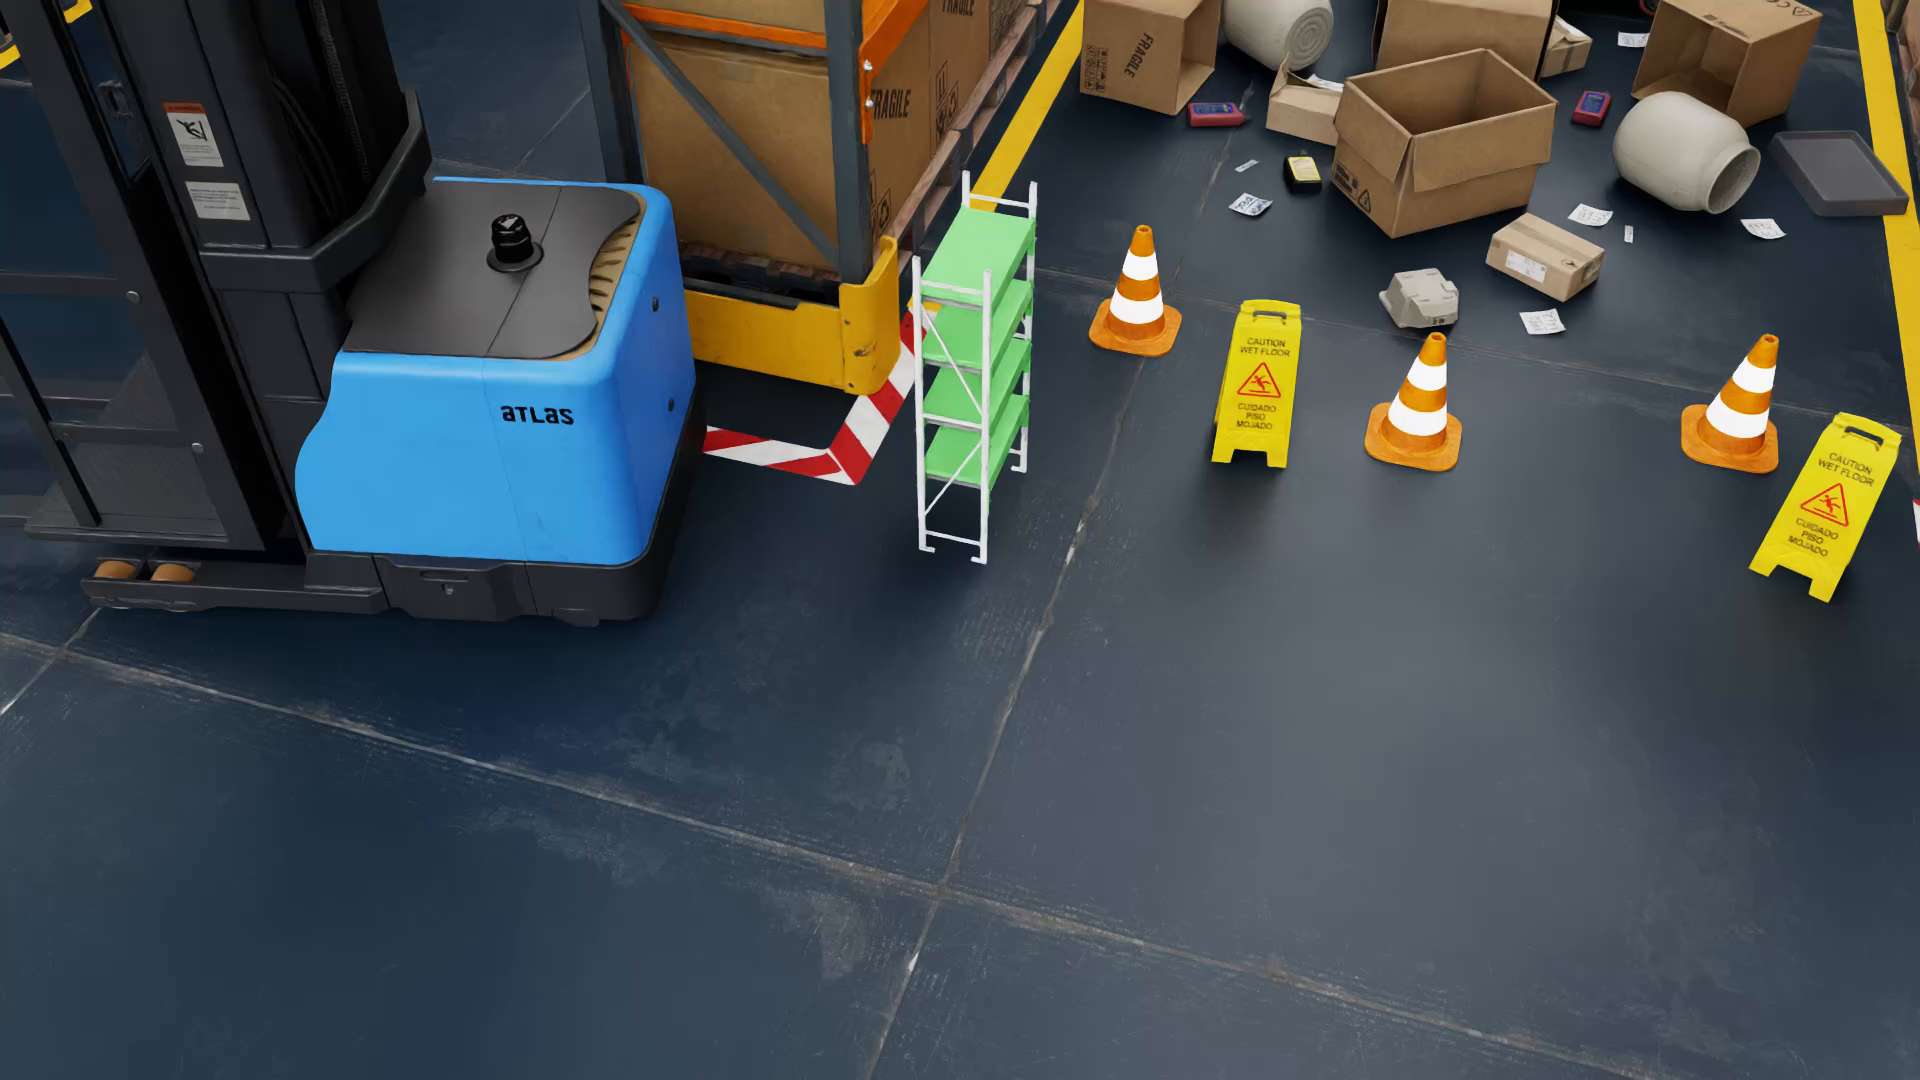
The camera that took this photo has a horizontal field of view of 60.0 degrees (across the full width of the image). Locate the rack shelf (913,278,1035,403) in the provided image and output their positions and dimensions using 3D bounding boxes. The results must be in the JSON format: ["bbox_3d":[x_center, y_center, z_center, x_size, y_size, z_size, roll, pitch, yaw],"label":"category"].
[{"bbox_3d":[0.050,-0.665,5.320,0.258,0.148,0.480,13,46,12],"label":"rack shelf"}]

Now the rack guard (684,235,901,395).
[{"bbox_3d":[-0.824,-0.953,6.367,1.175,0.500,0.348,13,46,13],"label":"rack guard"}]

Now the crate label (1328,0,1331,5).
[{"bbox_3d":[1.719,-2.721,8.433,0.298,0.136,0.250,-16,47,-16],"label":"crate label"}]

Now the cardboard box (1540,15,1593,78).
[{"bbox_3d":[2.851,-2.482,8.097,0.258,0.266,0.396,-16,47,-16],"label":"cardboard box"}]

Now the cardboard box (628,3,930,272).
[{"bbox_3d":[-0.674,-1.720,6.581,0.875,0.875,0.875,13,46,13],"label":"cardboard box"}]

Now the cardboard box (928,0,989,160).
[{"bbox_3d":[-0.410,-2.306,7.181,0.875,0.875,0.875,12,46,12],"label":"cardboard box"}]

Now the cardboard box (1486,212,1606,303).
[{"bbox_3d":[2.403,-1.164,6.833,0.250,0.149,0.380,-33,53,-29],"label":"cardboard box"}]

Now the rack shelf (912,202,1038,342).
[{"bbox_3d":[0.050,-0.837,5.152,0.258,0.148,0.480,13,46,12],"label":"rack shelf"}]

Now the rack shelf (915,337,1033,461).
[{"bbox_3d":[0.050,-0.494,5.488,0.258,0.148,0.480,13,46,12],"label":"rack shelf"}]

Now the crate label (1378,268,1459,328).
[{"bbox_3d":[1.850,-0.964,6.637,0.250,0.136,0.298,-9,45,-9],"label":"crate label"}]

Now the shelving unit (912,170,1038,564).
[{"bbox_3d":[0.050,-0.539,5.443,0.258,1.200,0.503,13,46,12],"label":"shelving unit"}]

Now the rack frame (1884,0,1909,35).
[{"bbox_3d":[5.143,-3.548,7.231,1.000,3.000,0.127,13,46,13],"label":"rack frame"}]

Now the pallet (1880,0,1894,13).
[{"bbox_3d":[5.377,-3.071,8.737,1.003,0.211,1.213,13,46,13],"label":"pallet"}]

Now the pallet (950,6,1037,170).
[{"bbox_3d":[-0.278,-2.226,7.874,1.003,0.211,1.213,13,46,13],"label":"pallet"}]

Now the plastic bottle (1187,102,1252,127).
[{"bbox_3d":[1.206,-1.977,7.727,0.283,0.061,0.133,-2,44,-2],"label":"plastic bottle"}]

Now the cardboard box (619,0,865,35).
[{"bbox_3d":[-0.747,-2.173,5.719,0.875,0.550,0.550,13,46,13],"label":"cardboard box"}]

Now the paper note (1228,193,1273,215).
[{"bbox_3d":[1.264,-1.459,7.220,0.144,0.017,0.142,28,51,26],"label":"paper note"}]

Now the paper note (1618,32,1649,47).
[{"bbox_3d":[3.356,-2.495,8.278,0.148,0.019,0.142,13,46,13],"label":"paper note"}]

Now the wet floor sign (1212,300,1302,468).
[{"bbox_3d":[1.062,-0.583,5.884,0.267,0.644,0.232,5,45,5],"label":"wet floor sign"}]

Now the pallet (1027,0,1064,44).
[{"bbox_3d":[0.090,-3.042,8.708,1.003,0.211,1.213,13,46,13],"label":"pallet"}]

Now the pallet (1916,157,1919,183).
[{"bbox_3d":[4.606,-1.280,6.907,1.003,0.211,1.213,13,46,13],"label":"pallet"}]

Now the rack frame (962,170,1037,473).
[{"bbox_3d":[0.124,-0.702,5.609,0.240,1.200,0.015,13,46,12],"label":"rack frame"}]

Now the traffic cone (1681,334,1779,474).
[{"bbox_3d":[2.832,-0.535,5.966,0.336,0.463,0.334,13,46,13],"label":"traffic cone"}]

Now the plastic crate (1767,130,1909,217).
[{"bbox_3d":[3.886,-1.632,7.360,0.402,0.080,0.583,-2,44,-2],"label":"plastic crate"}]

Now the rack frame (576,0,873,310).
[{"bbox_3d":[-0.817,-1.863,5.509,1.000,3.000,0.127,13,46,13],"label":"rack frame"}]

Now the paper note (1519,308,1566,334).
[{"bbox_3d":[2.321,-0.872,6.620,0.148,0.019,0.142,-2,44,-2],"label":"paper note"}]

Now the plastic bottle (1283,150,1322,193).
[{"bbox_3d":[1.513,-1.641,7.383,0.133,0.061,0.283,-2,44,-2],"label":"plastic bottle"}]

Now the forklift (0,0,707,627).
[{"bbox_3d":[-2.462,-1.175,4.855,3.031,2.935,1.130,3,44,3],"label":"forklift"}]

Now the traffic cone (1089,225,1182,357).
[{"bbox_3d":[0.697,-1.009,6.451,0.336,0.463,0.334,13,46,13],"label":"traffic cone"}]

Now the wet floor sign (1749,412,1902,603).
[{"bbox_3d":[2.854,-0.140,5.432,0.267,0.644,0.232,28,51,26],"label":"wet floor sign"}]

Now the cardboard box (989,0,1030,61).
[{"bbox_3d":[-0.132,-2.914,7.802,0.875,0.875,0.875,13,46,13],"label":"cardboard box"}]

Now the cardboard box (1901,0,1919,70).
[{"bbox_3d":[4.707,-2.379,7.702,0.500,0.250,0.500,11,45,11],"label":"cardboard box"}]

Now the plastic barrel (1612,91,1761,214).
[{"bbox_3d":[3.114,-1.658,7.142,0.421,0.421,0.512,-24,49,-22],"label":"plastic barrel"}]

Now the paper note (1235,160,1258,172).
[{"bbox_3d":[1.285,-1.678,7.458,0.123,0.001,0.032,-33,53,-29],"label":"paper note"}]

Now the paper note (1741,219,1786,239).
[{"bbox_3d":[3.429,-1.334,7.092,0.142,0.019,0.148,-2,44,-2],"label":"paper note"}]

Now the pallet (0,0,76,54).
[{"bbox_3d":[-5.210,-2.569,8.224,1.003,0.211,1.213,13,46,13],"label":"pallet"}]

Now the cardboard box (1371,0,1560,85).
[{"bbox_3d":[2.326,-2.370,7.715,0.797,0.637,0.503,13,46,13],"label":"cardboard box"}]

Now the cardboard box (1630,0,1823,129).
[{"bbox_3d":[3.522,-2.229,7.669,0.500,0.500,0.500,-24,49,-22],"label":"cardboard box"}]

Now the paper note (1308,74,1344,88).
[{"bbox_3d":[1.727,-2.172,7.954,0.172,0.023,0.155,28,51,26],"label":"paper note"}]

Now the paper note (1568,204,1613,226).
[{"bbox_3d":[2.721,-1.403,7.170,0.148,0.019,0.142,28,51,26],"label":"paper note"}]

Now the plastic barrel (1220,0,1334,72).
[{"bbox_3d":[1.513,-2.527,8.030,0.421,0.421,0.512,-24,49,-22],"label":"plastic barrel"}]

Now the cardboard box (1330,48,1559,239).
[{"bbox_3d":[2.051,-1.697,7.124,0.797,0.503,0.637,-16,47,-16],"label":"cardboard box"}]

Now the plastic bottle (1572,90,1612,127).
[{"bbox_3d":[2.965,-2.035,7.786,0.133,0.061,0.283,20,48,19],"label":"plastic bottle"}]

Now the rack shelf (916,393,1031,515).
[{"bbox_3d":[0.050,-0.322,5.656,0.258,0.148,0.480,13,46,12],"label":"rack shelf"}]

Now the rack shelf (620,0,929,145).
[{"bbox_3d":[-0.211,-2.939,7.123,1.077,0.370,4.000,13,46,13],"label":"rack shelf"}]

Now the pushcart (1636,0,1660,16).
[{"bbox_3d":[2.955,-3.060,8.608,1.648,0.377,0.936,-2,44,-2],"label":"pushcart"}]

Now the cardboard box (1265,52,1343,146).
[{"bbox_3d":[1.629,-2.016,7.620,0.396,0.266,0.258,20,48,19],"label":"cardboard box"}]

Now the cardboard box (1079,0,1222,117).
[{"bbox_3d":[0.903,-2.384,7.828,0.500,0.500,0.500,20,48,19],"label":"cardboard box"}]

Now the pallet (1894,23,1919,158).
[{"bbox_3d":[4.973,-2.096,7.741,1.003,0.211,1.213,13,46,13],"label":"pallet"}]

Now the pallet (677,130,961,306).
[{"bbox_3d":[-0.649,-1.416,7.046,1.003,0.211,1.213,13,46,13],"label":"pallet"}]

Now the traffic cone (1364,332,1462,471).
[{"bbox_3d":[1.671,-0.543,5.974,0.336,0.463,0.334,13,46,13],"label":"traffic cone"}]

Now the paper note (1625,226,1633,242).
[{"bbox_3d":[2.845,-1.302,7.074,0.032,0.001,0.123,13,46,13],"label":"paper note"}]

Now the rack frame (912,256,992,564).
[{"bbox_3d":[-0.024,-0.377,5.277,0.240,1.200,0.015,13,46,12],"label":"rack frame"}]
